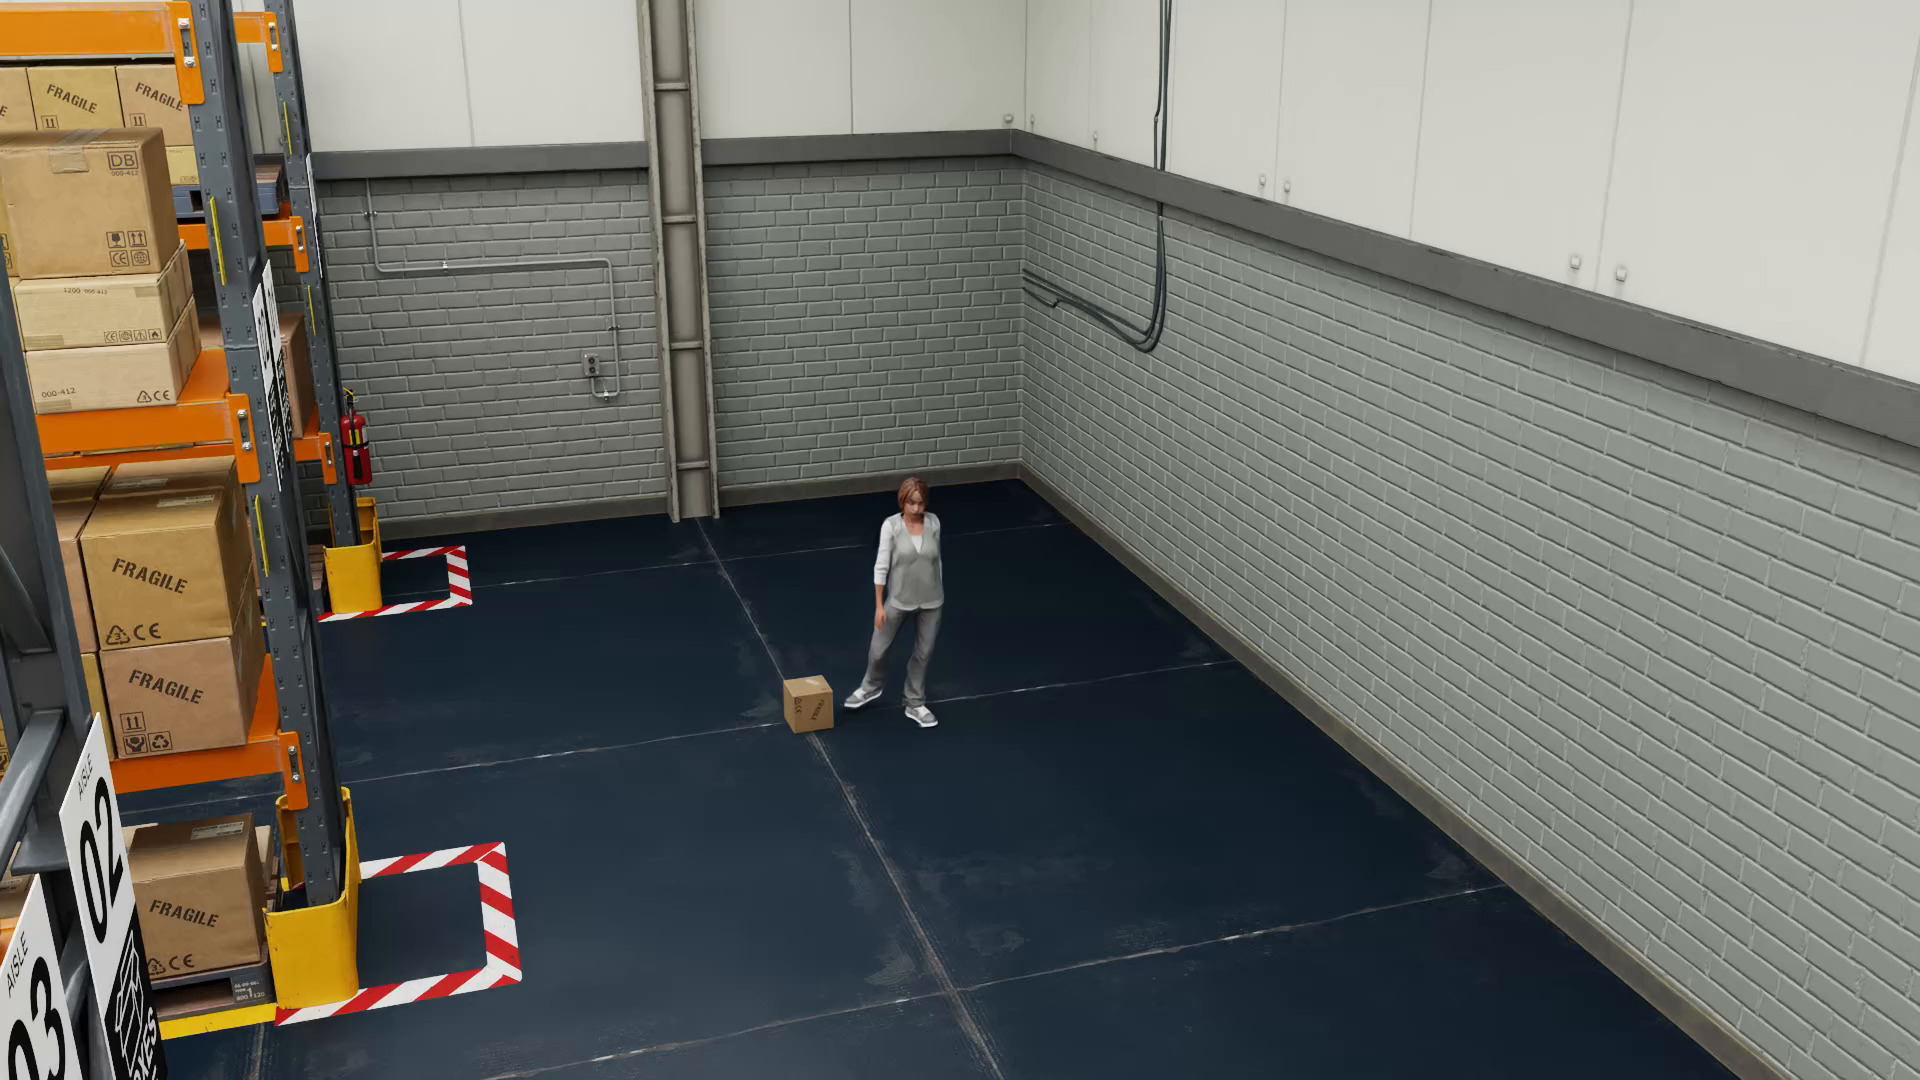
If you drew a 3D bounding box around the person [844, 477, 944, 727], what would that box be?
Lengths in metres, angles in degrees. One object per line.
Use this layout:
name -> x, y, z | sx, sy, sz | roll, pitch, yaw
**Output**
person -> -0.401, 0.368, 10.039 | 0.597, 1.590, 0.474 | -5, 20, -13
